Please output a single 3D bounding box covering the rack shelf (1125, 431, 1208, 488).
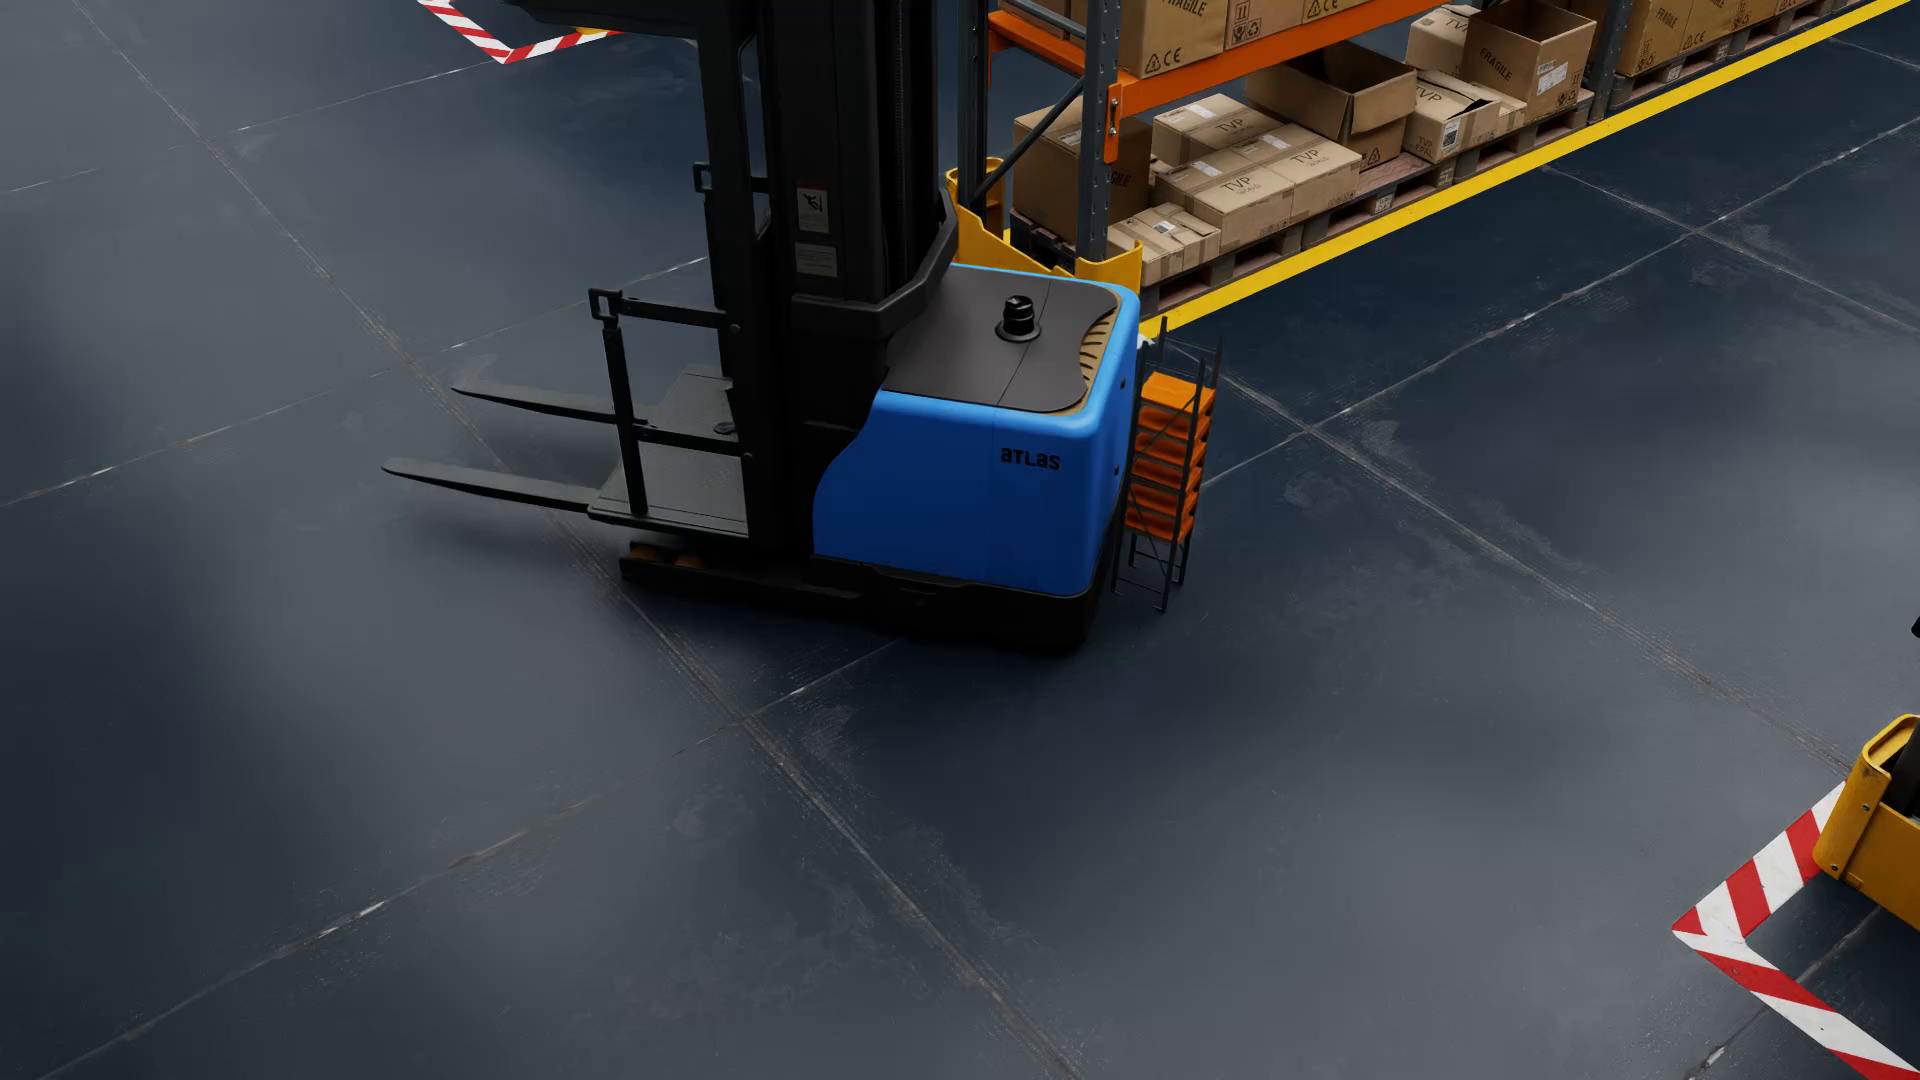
[{"bbox_3d":[0.774,-0.320,6.230,0.258,0.103,0.180,20,43,19],"label":"rack shelf"}]

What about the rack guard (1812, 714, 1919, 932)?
[{"bbox_3d":[3.339,1.105,5.173,0.348,0.500,1.175,-26,46,-28],"label":"rack guard"}]

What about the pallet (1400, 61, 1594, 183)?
[{"bbox_3d":[2.963,-2.564,9.872,1.213,0.211,1.003,-26,46,-28],"label":"pallet"}]

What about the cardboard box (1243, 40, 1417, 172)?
[{"bbox_3d":[2.021,-2.383,9.075,0.637,0.503,0.797,-26,46,-28],"label":"cardboard box"}]

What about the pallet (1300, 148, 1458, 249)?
[{"bbox_3d":[1.995,-2.089,9.294,1.213,0.211,1.003,-26,46,-28],"label":"pallet"}]

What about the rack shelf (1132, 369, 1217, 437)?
[{"bbox_3d":[0.783,-0.502,6.074,0.258,0.103,0.180,20,43,19],"label":"rack shelf"}]

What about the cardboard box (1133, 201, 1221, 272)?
[{"bbox_3d":[1.076,-1.521,8.290,0.250,0.166,0.380,-26,46,-28],"label":"cardboard box"}]

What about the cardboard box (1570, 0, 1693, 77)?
[{"bbox_3d":[4.040,-3.175,10.042,0.500,0.500,0.500,-28,47,-30],"label":"cardboard box"}]

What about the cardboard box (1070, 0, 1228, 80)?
[{"bbox_3d":[0.849,-2.438,7.442,0.500,0.500,0.500,-25,46,-27],"label":"cardboard box"}]

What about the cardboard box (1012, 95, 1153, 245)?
[{"bbox_3d":[0.617,-1.898,8.487,0.500,0.500,0.500,-26,46,-28],"label":"cardboard box"}]

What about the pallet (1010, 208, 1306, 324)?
[{"bbox_3d":[1.028,-1.621,8.723,1.213,0.211,1.003,-26,46,-28],"label":"pallet"}]

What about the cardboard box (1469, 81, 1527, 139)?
[{"bbox_3d":[2.968,-2.437,9.419,0.250,0.149,0.380,-26,46,-28],"label":"cardboard box"}]

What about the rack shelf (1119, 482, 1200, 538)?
[{"bbox_3d":[0.765,-0.138,6.386,0.258,0.103,0.180,20,43,19],"label":"rack shelf"}]

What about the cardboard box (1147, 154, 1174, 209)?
[{"bbox_3d":[0.993,-1.881,8.728,0.250,0.166,0.380,-26,46,-28],"label":"cardboard box"}]

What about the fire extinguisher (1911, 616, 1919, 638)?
[{"bbox_3d":[2.957,0.129,4.746,0.183,0.674,0.296,-26,46,-28],"label":"fire extinguisher"}]

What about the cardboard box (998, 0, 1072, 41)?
[{"bbox_3d":[0.526,-2.709,7.772,0.500,0.500,0.500,-25,45,-27],"label":"cardboard box"}]

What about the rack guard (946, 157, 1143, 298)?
[{"bbox_3d":[0.397,-1.424,8.255,0.348,0.500,1.175,-26,46,-28],"label":"rack guard"}]

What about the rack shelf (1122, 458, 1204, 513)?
[{"bbox_3d":[0.769,-0.229,6.308,0.258,0.103,0.180,20,43,19],"label":"rack shelf"}]

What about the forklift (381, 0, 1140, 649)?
[{"bbox_3d":[-0.866,-1.226,6.096,3.031,2.935,1.130,9,40,11],"label":"forklift"}]

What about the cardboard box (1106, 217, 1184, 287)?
[{"bbox_3d":[0.878,-1.418,8.177,0.250,0.149,0.380,-26,46,-28],"label":"cardboard box"}]

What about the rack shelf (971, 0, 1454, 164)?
[{"bbox_3d":[1.922,-2.856,8.596,4.000,0.370,1.077,-26,46,-28],"label":"rack shelf"}]

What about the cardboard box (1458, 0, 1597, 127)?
[{"bbox_3d":[3.229,-2.748,9.522,0.500,0.500,0.500,-26,46,-28],"label":"cardboard box"}]

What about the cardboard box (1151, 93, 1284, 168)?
[{"bbox_3d":[1.389,-2.154,8.995,0.500,0.250,0.500,-26,46,-28],"label":"cardboard box"}]

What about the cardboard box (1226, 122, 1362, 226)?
[{"bbox_3d":[1.733,-1.922,8.712,0.500,0.250,0.500,-26,46,-28],"label":"cardboard box"}]

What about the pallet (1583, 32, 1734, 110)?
[{"bbox_3d":[4.130,-3.162,10.601,1.213,0.211,1.003,-26,46,-28],"label":"pallet"}]

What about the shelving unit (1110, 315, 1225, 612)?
[{"bbox_3d":[0.771,-0.263,6.279,0.258,1.200,0.189,20,43,19],"label":"shelving unit"}]

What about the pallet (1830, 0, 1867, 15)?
[{"bbox_3d":[6.064,-4.105,11.751,1.213,0.211,1.003,-26,46,-28],"label":"pallet"}]

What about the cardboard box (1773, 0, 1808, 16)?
[{"bbox_3d":[5.258,-3.771,10.769,0.500,0.500,0.500,-28,47,-30],"label":"cardboard box"}]

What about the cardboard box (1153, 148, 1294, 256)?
[{"bbox_3d":[1.337,-1.729,8.476,0.500,0.250,0.500,-26,46,-28],"label":"cardboard box"}]

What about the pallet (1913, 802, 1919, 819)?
[{"bbox_3d":[3.944,0.859,5.700,1.213,0.211,1.003,-26,46,-28],"label":"pallet"}]

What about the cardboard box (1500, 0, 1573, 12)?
[{"bbox_3d":[3.724,-3.445,10.372,0.500,0.500,0.500,-26,46,-28],"label":"cardboard box"}]

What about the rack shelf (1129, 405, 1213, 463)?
[{"bbox_3d":[0.779,-0.411,6.152,0.258,0.103,0.180,20,43,19],"label":"rack shelf"}]

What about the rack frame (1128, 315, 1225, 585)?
[{"bbox_3d":[0.813,-0.314,6.342,0.240,1.200,0.006,20,43,19],"label":"rack frame"}]

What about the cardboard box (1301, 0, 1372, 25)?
[{"bbox_3d":[1.654,-2.833,7.923,0.500,0.500,0.500,-26,46,-28],"label":"cardboard box"}]

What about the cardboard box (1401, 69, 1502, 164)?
[{"bbox_3d":[2.634,-2.385,9.228,0.500,0.311,0.500,-26,46,-28],"label":"cardboard box"}]

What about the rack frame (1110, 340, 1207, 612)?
[{"bbox_3d":[0.729,-0.211,6.216,0.240,1.200,0.006,20,43,19],"label":"rack frame"}]

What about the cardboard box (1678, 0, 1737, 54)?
[{"bbox_3d":[4.456,-3.387,10.300,0.500,0.500,0.500,-25,46,-28],"label":"cardboard box"}]

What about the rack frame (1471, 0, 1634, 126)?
[{"bbox_3d":[3.508,-3.907,9.311,0.127,3.000,1.000,-26,46,-28],"label":"rack frame"}]

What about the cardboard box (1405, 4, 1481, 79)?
[{"bbox_3d":[3.043,-2.984,9.959,0.500,0.311,0.500,-26,46,-28],"label":"cardboard box"}]

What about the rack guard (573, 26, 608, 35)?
[{"bbox_3d":[-2.690,-3.871,11.238,0.348,0.500,1.175,-26,46,-28],"label":"rack guard"}]

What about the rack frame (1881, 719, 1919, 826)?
[{"bbox_3d":[3.358,0.129,4.391,0.127,3.000,1.000,-26,46,-28],"label":"rack frame"}]

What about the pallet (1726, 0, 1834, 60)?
[{"bbox_3d":[5.098,-3.636,11.179,1.213,0.211,1.003,-26,46,-28],"label":"pallet"}]

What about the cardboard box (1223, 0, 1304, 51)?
[{"bbox_3d":[1.255,-2.640,7.688,0.500,0.500,0.500,-26,46,-28],"label":"cardboard box"}]

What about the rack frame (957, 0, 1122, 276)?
[{"bbox_3d":[0.336,-2.361,7.426,0.127,3.000,1.000,-26,46,-28],"label":"rack frame"}]

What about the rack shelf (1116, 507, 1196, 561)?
[{"bbox_3d":[0.760,-0.047,6.464,0.258,0.103,0.180,20,43,19],"label":"rack shelf"}]

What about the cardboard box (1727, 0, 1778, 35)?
[{"bbox_3d":[4.857,-3.576,10.531,0.500,0.500,0.500,-25,46,-28],"label":"cardboard box"}]
